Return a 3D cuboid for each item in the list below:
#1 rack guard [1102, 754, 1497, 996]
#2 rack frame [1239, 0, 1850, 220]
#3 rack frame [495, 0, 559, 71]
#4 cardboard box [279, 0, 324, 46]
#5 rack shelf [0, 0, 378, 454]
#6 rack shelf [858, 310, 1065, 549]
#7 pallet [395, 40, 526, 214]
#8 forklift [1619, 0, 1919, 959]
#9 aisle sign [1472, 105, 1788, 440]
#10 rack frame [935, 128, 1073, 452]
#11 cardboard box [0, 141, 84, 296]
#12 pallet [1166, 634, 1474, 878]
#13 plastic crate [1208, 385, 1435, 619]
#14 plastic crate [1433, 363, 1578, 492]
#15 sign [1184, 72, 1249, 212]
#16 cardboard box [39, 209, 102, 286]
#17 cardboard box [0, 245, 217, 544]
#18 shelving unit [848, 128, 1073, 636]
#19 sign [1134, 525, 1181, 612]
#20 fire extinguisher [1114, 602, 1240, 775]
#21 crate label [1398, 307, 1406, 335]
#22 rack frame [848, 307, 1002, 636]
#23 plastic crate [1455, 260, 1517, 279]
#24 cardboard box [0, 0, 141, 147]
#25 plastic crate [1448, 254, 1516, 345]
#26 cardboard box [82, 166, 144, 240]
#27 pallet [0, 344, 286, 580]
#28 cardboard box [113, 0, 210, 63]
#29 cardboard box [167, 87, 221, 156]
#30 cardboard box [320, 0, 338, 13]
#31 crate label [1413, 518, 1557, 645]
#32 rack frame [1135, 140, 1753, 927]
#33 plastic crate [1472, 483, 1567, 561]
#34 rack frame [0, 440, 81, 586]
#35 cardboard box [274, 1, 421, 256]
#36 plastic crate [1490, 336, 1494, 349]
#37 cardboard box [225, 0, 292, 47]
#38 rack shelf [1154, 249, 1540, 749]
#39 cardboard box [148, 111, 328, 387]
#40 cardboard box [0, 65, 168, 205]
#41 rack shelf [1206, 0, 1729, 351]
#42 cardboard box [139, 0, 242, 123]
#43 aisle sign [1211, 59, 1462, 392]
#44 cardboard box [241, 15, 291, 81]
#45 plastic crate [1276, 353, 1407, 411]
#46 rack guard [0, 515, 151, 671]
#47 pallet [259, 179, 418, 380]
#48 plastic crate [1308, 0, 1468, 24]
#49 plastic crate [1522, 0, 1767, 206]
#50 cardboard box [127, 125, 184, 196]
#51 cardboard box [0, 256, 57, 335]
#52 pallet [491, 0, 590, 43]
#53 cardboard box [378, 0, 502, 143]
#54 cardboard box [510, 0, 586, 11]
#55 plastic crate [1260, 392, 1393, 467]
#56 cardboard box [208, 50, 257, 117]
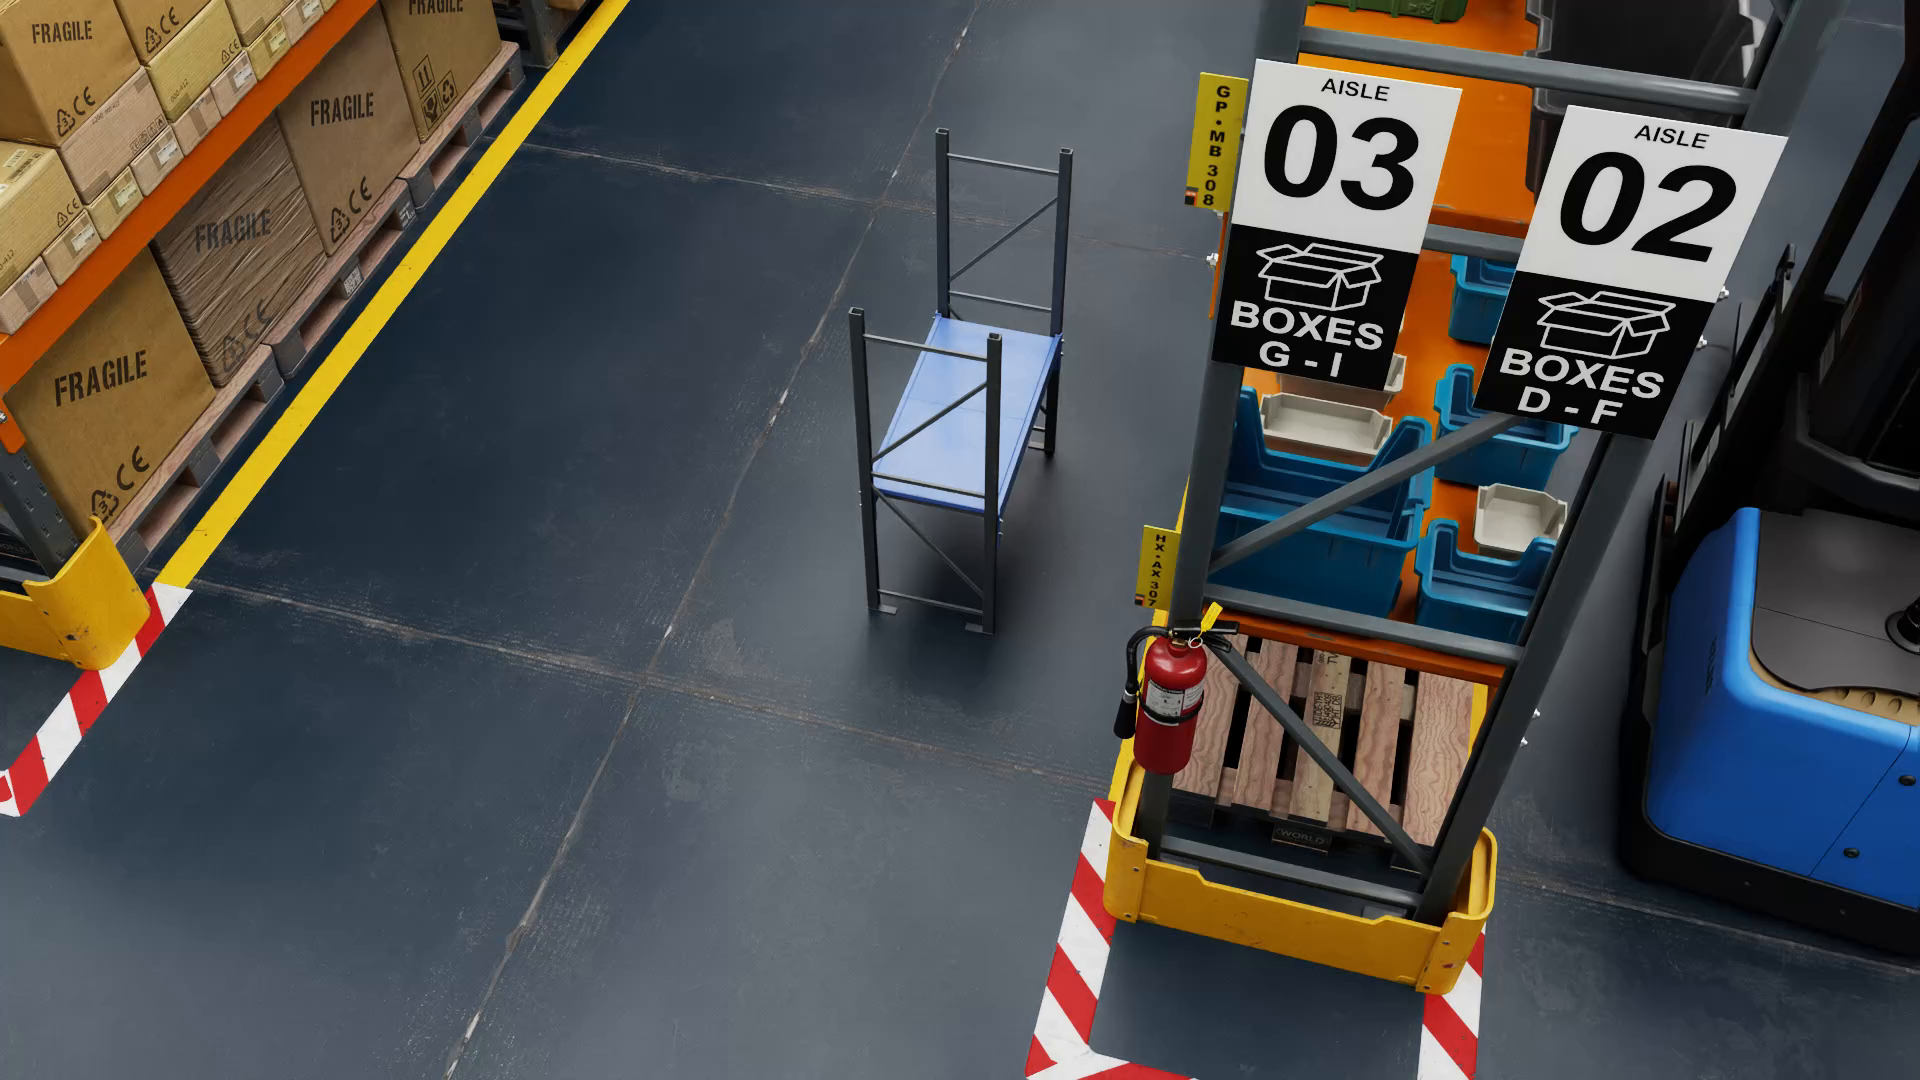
[{"bbox_3d":[1.074,1.078,5.384,1.175,0.500,0.348,12,50,10],"label":"rack guard"},{"bbox_3d":[1.068,-1.755,2.215,1.000,3.000,0.127,12,50,10],"label":"rack frame"},{"bbox_3d":[-2.657,-3.640,7.881,1.000,3.000,0.127,12,50,10],"label":"rack frame"},{"bbox_3d":[-2.828,-2.158,6.741,0.380,0.149,0.250,12,50,11],"label":"cardboard box"},{"bbox_3d":[-3.184,-1.955,6.874,1.077,0.370,4.000,12,50,10],"label":"rack shelf"},{"bbox_3d":[0.022,-0.439,6.296,0.538,0.185,1.000,12,50,10],"label":"rack shelf"},{"bbox_3d":[-2.933,-2.183,8.455,1.003,0.211,1.213,12,50,10],"label":"pallet"},{"bbox_3d":[3.236,-0.742,5.369,1.130,2.935,3.031,16,50,13],"label":"forklift"},{"bbox_3d":[1.336,-0.519,3.392,0.394,0.787,0.004,12,50,10],"label":"aisle sign"},{"bbox_3d":[0.156,-0.926,6.486,0.500,1.500,0.032,12,50,10],"label":"rack frame"},{"bbox_3d":[-3.323,-1.090,5.531,0.500,0.250,0.500,10,49,9],"label":"cardboard box"},{"bbox_3d":[1.323,0.564,6.030,1.003,0.211,1.213,12,50,10],"label":"pallet"},{"bbox_3d":[0.976,-0.080,4.675,0.616,0.435,0.499,12,50,10],"label":"plastic crate"},{"bbox_3d":[1.624,-0.324,5.026,0.416,0.233,0.300,12,50,10],"label":"plastic crate"},{"bbox_3d":[0.533,-0.824,3.465,0.100,0.325,0.005,12,50,10],"label":"sign"},{"bbox_3d":[-3.232,-1.041,5.755,0.380,0.149,0.250,11,49,9],"label":"cardboard box"},{"bbox_3d":[-3.619,-0.661,6.389,0.875,0.875,0.875,12,50,10],"label":"cardboard box"},{"bbox_3d":[0.022,-0.558,6.161,0.538,1.500,1.048,12,50,10],"label":"shelving unit"},{"bbox_3d":[0.533,0.080,4.489,0.100,0.325,0.005,12,50,10],"label":"sign"},{"bbox_3d":[0.590,0.399,4.616,0.296,0.674,0.183,12,50,10],"label":"fire extinguisher"},{"bbox_3d":[1.248,-0.741,5.458,0.396,0.136,0.243,12,50,10],"label":"crate label"},{"bbox_3d":[-0.111,-0.190,5.836,0.500,1.500,0.032,12,50,10],"label":"rack frame"},{"bbox_3d":[1.876,-1.017,5.637,0.416,0.233,0.300,12,50,10],"label":"plastic crate"},{"bbox_3d":[-3.192,-1.699,5.570,0.500,0.500,0.500,10,49,9],"label":"cardboard box"},{"bbox_3d":[1.797,-0.800,5.446,0.416,0.233,0.300,12,50,10],"label":"plastic crate"},{"bbox_3d":[-3.165,-1.227,5.918,0.380,0.149,0.250,11,49,9],"label":"cardboard box"},{"bbox_3d":[-3.575,-0.418,6.897,1.003,0.211,1.213,12,50,10],"label":"pallet"},{"bbox_3d":[-3.061,-2.075,5.901,0.500,0.500,0.500,10,49,9],"label":"cardboard box"},{"bbox_3d":[-3.030,-1.599,6.247,0.380,0.149,0.250,11,49,9],"label":"cardboard box"},{"bbox_3d":[-2.760,-2.342,6.903,0.380,0.149,0.250,11,49,9],"label":"cardboard box"},{"bbox_3d":[1.451,0.152,4.605,0.416,0.233,0.303,12,50,10],"label":"crate label"},{"bbox_3d":[1.068,0.231,4.465,1.000,3.000,0.127,12,50,10],"label":"rack frame"},{"bbox_3d":[1.615,-0.031,4.832,0.250,0.136,0.298,12,50,10],"label":"plastic crate"},{"bbox_3d":[-3.710,-0.747,5.327,1.000,3.000,0.127,12,50,10],"label":"rack frame"},{"bbox_3d":[-3.145,-1.963,7.538,0.875,0.875,0.875,12,50,10],"label":"cardboard box"},{"bbox_3d":[1.793,-0.522,5.265,0.250,0.136,0.298,12,50,10],"label":"plastic crate"},{"bbox_3d":[-2.925,-2.208,6.519,0.500,0.250,0.500,11,49,9],"label":"cardboard box"},{"bbox_3d":[1.594,-0.978,6.011,1.077,0.370,4.000,12,50,10],"label":"rack shelf"},{"bbox_3d":[-3.379,-1.320,6.970,0.875,0.875,0.875,12,50,10],"label":"cardboard box"},{"bbox_3d":[-3.193,-1.467,5.864,0.500,0.250,0.500,11,49,10],"label":"cardboard box"},{"bbox_3d":[1.594,-1.971,4.887,1.077,0.370,4.000,12,50,10],"label":"rack shelf"},{"bbox_3d":[-3.057,-1.830,6.185,0.500,0.250,0.500,10,49,9],"label":"cardboard box"},{"bbox_3d":[0.766,-0.635,3.495,0.394,0.787,0.004,12,50,10],"label":"aisle sign"},{"bbox_3d":[-2.895,-1.968,6.573,0.380,0.149,0.250,10,49,9],"label":"cardboard box"},{"bbox_3d":[1.198,-0.534,5.276,0.396,0.136,0.243,12,50,10],"label":"plastic crate"},{"bbox_3d":[-3.717,0.098,6.249,1.175,0.500,0.348,12,50,10],"label":"rack guard"},{"bbox_3d":[-3.252,-1.298,7.673,1.003,0.211,1.213,12,50,10],"label":"pallet"},{"bbox_3d":[1.052,-1.462,4.099,0.450,0.188,0.336,12,50,10],"label":"plastic crate"},{"bbox_3d":[1.438,-0.942,3.586,0.497,0.269,0.590,12,50,10],"label":"plastic crate"},{"bbox_3d":[-3.098,-1.415,6.085,0.380,0.149,0.250,11,49,9],"label":"cardboard box"},{"bbox_3d":[-3.298,-0.855,5.591,0.380,0.149,0.250,12,50,10],"label":"cardboard box"},{"bbox_3d":[-2.527,-3.290,9.432,1.003,0.211,1.213,12,50,10],"label":"pallet"},{"bbox_3d":[-2.908,-2.614,8.113,0.875,0.875,0.875,12,50,10],"label":"cardboard box"},{"bbox_3d":[-2.508,-3.543,8.932,1.225,0.875,0.875,12,50,10],"label":"cardboard box"},{"bbox_3d":[1.108,-0.328,5.093,0.396,0.136,0.243,12,50,10],"label":"plastic crate"},{"bbox_3d":[-2.962,-1.786,6.412,0.380,0.149,0.250,11,50,10],"label":"cardboard box"}]
